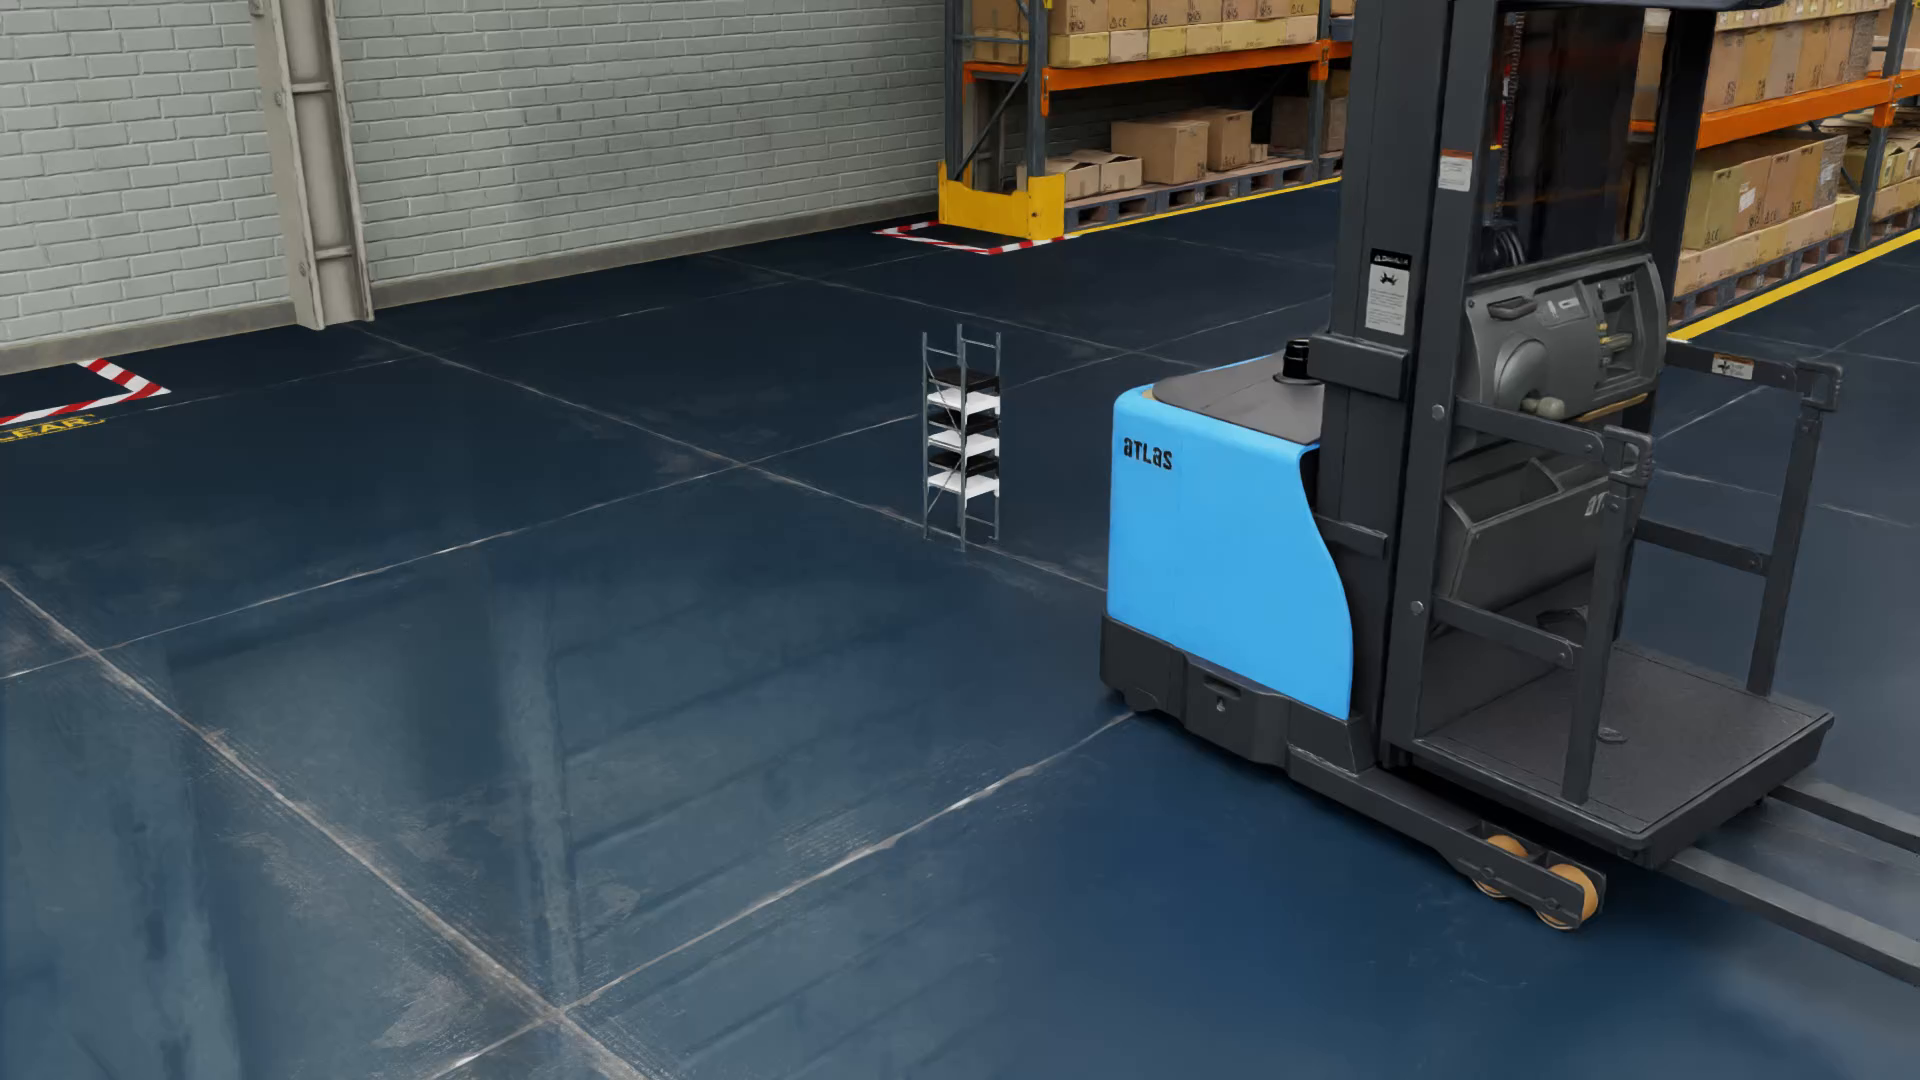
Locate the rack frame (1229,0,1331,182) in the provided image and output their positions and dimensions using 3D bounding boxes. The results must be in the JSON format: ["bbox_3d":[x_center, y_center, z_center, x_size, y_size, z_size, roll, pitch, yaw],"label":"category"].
[{"bbox_3d":[3.068,-4.988,15.870,1.000,3.000,0.127,19,28,41],"label":"rack frame"}]

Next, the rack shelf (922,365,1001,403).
[{"bbox_3d":[0.006,-0.643,6.834,0.258,0.077,0.200,19,28,41],"label":"rack shelf"}]

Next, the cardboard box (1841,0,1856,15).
[{"bbox_3d":[6.046,-3.776,11.674,0.380,0.149,0.250,19,28,41],"label":"cardboard box"}]

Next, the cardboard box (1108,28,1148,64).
[{"bbox_3d":[1.197,-4.082,13.694,0.500,0.250,0.500,18,28,39],"label":"cardboard box"}]

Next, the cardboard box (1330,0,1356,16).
[{"bbox_3d":[3.447,-5.362,16.091,0.700,0.500,0.500,19,28,41],"label":"cardboard box"}]

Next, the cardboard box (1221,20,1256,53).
[{"bbox_3d":[2.261,-4.470,14.705,0.500,0.250,0.500,19,28,40],"label":"cardboard box"}]

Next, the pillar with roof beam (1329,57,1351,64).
[{"bbox_3d":[7.416,-7.621,14.359,9.100,9.000,0.400,19,28,41],"label":"pillar with roof beam"}]

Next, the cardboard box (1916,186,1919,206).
[{"bbox_3d":[7.796,-2.968,13.862,0.500,0.250,0.500,18,28,39],"label":"cardboard box"}]

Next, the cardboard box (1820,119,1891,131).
[{"bbox_3d":[7.758,-3.490,14.440,0.500,0.311,0.500,19,28,40],"label":"cardboard box"}]

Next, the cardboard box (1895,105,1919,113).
[{"bbox_3d":[8.834,-3.890,15.480,0.500,0.311,0.500,-19,28,-40],"label":"cardboard box"}]

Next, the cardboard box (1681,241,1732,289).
[{"bbox_3d":[4.709,-1.845,10.940,0.500,0.250,0.500,19,28,41],"label":"cardboard box"}]

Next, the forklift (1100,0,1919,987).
[{"bbox_3d":[1.803,-0.543,4.402,1.130,2.935,3.031,-17,27,-37],"label":"forklift"}]

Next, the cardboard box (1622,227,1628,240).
[{"bbox_3d":[4.332,-1.976,11.283,0.500,0.250,0.500,19,28,41],"label":"cardboard box"}]

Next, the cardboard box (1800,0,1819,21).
[{"bbox_3d":[5.513,-3.580,11.163,0.250,0.149,0.380,-19,28,-40],"label":"cardboard box"}]

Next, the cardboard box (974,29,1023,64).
[{"bbox_3d":[0.465,-4.067,13.657,0.500,0.250,0.500,-20,28,-41],"label":"cardboard box"}]

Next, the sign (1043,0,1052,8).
[{"bbox_3d":[0.666,-4.228,12.686,0.100,0.325,0.005,19,28,41],"label":"sign"}]

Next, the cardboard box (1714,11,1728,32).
[{"bbox_3d":[4.440,-3.186,10.138,0.380,0.149,0.250,18,28,39],"label":"cardboard box"}]

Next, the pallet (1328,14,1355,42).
[{"bbox_3d":[3.705,-5.058,16.321,1.003,0.211,1.213,19,28,41],"label":"pallet"}]

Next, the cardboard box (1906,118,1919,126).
[{"bbox_3d":[8.509,-3.491,14.441,0.500,0.311,0.500,19,28,40],"label":"cardboard box"}]

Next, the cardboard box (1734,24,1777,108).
[{"bbox_3d":[4.878,-3.146,10.940,0.700,0.500,0.500,19,28,41],"label":"cardboard box"}]

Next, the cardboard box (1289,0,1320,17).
[{"bbox_3d":[2.960,-5.078,15.241,0.500,0.500,0.500,19,28,41],"label":"cardboard box"}]

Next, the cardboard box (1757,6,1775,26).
[{"bbox_3d":[4.976,-3.383,10.651,0.380,0.149,0.250,18,27,39],"label":"cardboard box"}]

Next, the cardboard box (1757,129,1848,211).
[{"bbox_3d":[6.096,-2.712,12.151,0.500,0.500,0.500,19,28,41],"label":"cardboard box"}]

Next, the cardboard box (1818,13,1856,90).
[{"bbox_3d":[5.951,-3.543,11.971,0.700,0.500,0.500,19,28,40],"label":"cardboard box"}]

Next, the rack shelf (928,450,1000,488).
[{"bbox_3d":[0.006,-0.307,6.963,0.258,0.077,0.200,19,28,41],"label":"rack shelf"}]

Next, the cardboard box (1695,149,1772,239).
[{"bbox_3d":[5.050,-2.326,11.147,0.500,0.500,0.500,19,28,41],"label":"cardboard box"}]

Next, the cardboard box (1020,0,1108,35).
[{"bbox_3d":[0.826,-4.296,13.207,0.500,0.500,0.500,19,28,41],"label":"cardboard box"}]

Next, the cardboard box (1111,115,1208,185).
[{"bbox_3d":[1.770,-3.476,14.808,0.700,0.500,0.500,17,27,37],"label":"cardboard box"}]

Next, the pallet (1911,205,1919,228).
[{"bbox_3d":[7.957,-2.961,14.485,1.003,0.211,1.213,19,28,41],"label":"pallet"}]

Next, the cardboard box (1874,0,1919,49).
[{"bbox_3d":[7.535,-4.124,13.484,0.500,0.500,0.500,-18,27,-38],"label":"cardboard box"}]

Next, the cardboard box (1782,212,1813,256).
[{"bbox_3d":[5.759,-2.229,11.940,0.500,0.250,0.500,19,28,41],"label":"cardboard box"}]

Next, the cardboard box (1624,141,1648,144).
[{"bbox_3d":[5.027,-2.584,11.819,0.500,0.500,0.500,19,28,41],"label":"cardboard box"}]

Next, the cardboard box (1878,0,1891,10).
[{"bbox_3d":[6.584,-3.975,12.191,0.380,0.149,0.250,19,28,41],"label":"cardboard box"}]

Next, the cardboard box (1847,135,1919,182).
[{"bbox_3d":[7.439,-3.094,13.410,0.500,0.311,0.500,19,28,40],"label":"cardboard box"}]

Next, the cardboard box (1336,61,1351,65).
[{"bbox_3d":[4.234,-4.818,17.255,0.500,0.250,0.500,18,28,39],"label":"cardboard box"}]

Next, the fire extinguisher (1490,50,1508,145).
[{"bbox_3d":[3.414,-2.770,10.209,0.296,0.674,0.183,19,28,41],"label":"fire extinguisher"}]

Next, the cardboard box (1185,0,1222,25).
[{"bbox_3d":[1.894,-4.688,14.226,0.500,0.500,0.500,-19,28,-40],"label":"cardboard box"}]

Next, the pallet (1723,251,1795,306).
[{"bbox_3d":[5.184,-1.938,11.823,1.003,0.211,1.213,19,28,41],"label":"pallet"}]

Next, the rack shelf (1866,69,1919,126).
[{"bbox_3d":[8.015,-3.927,14.113,1.077,0.370,4.000,19,28,41],"label":"rack shelf"}]

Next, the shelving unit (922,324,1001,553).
[{"bbox_3d":[0.006,-0.422,6.919,0.258,0.900,0.210,19,28,41],"label":"shelving unit"}]

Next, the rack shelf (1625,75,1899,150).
[{"bbox_3d":[5.225,-2.899,11.438,1.077,0.370,4.000,19,28,41],"label":"rack shelf"}]

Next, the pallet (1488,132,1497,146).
[{"bbox_3d":[5.312,-4.514,18.524,1.003,0.211,1.213,19,28,41],"label":"pallet"}]
